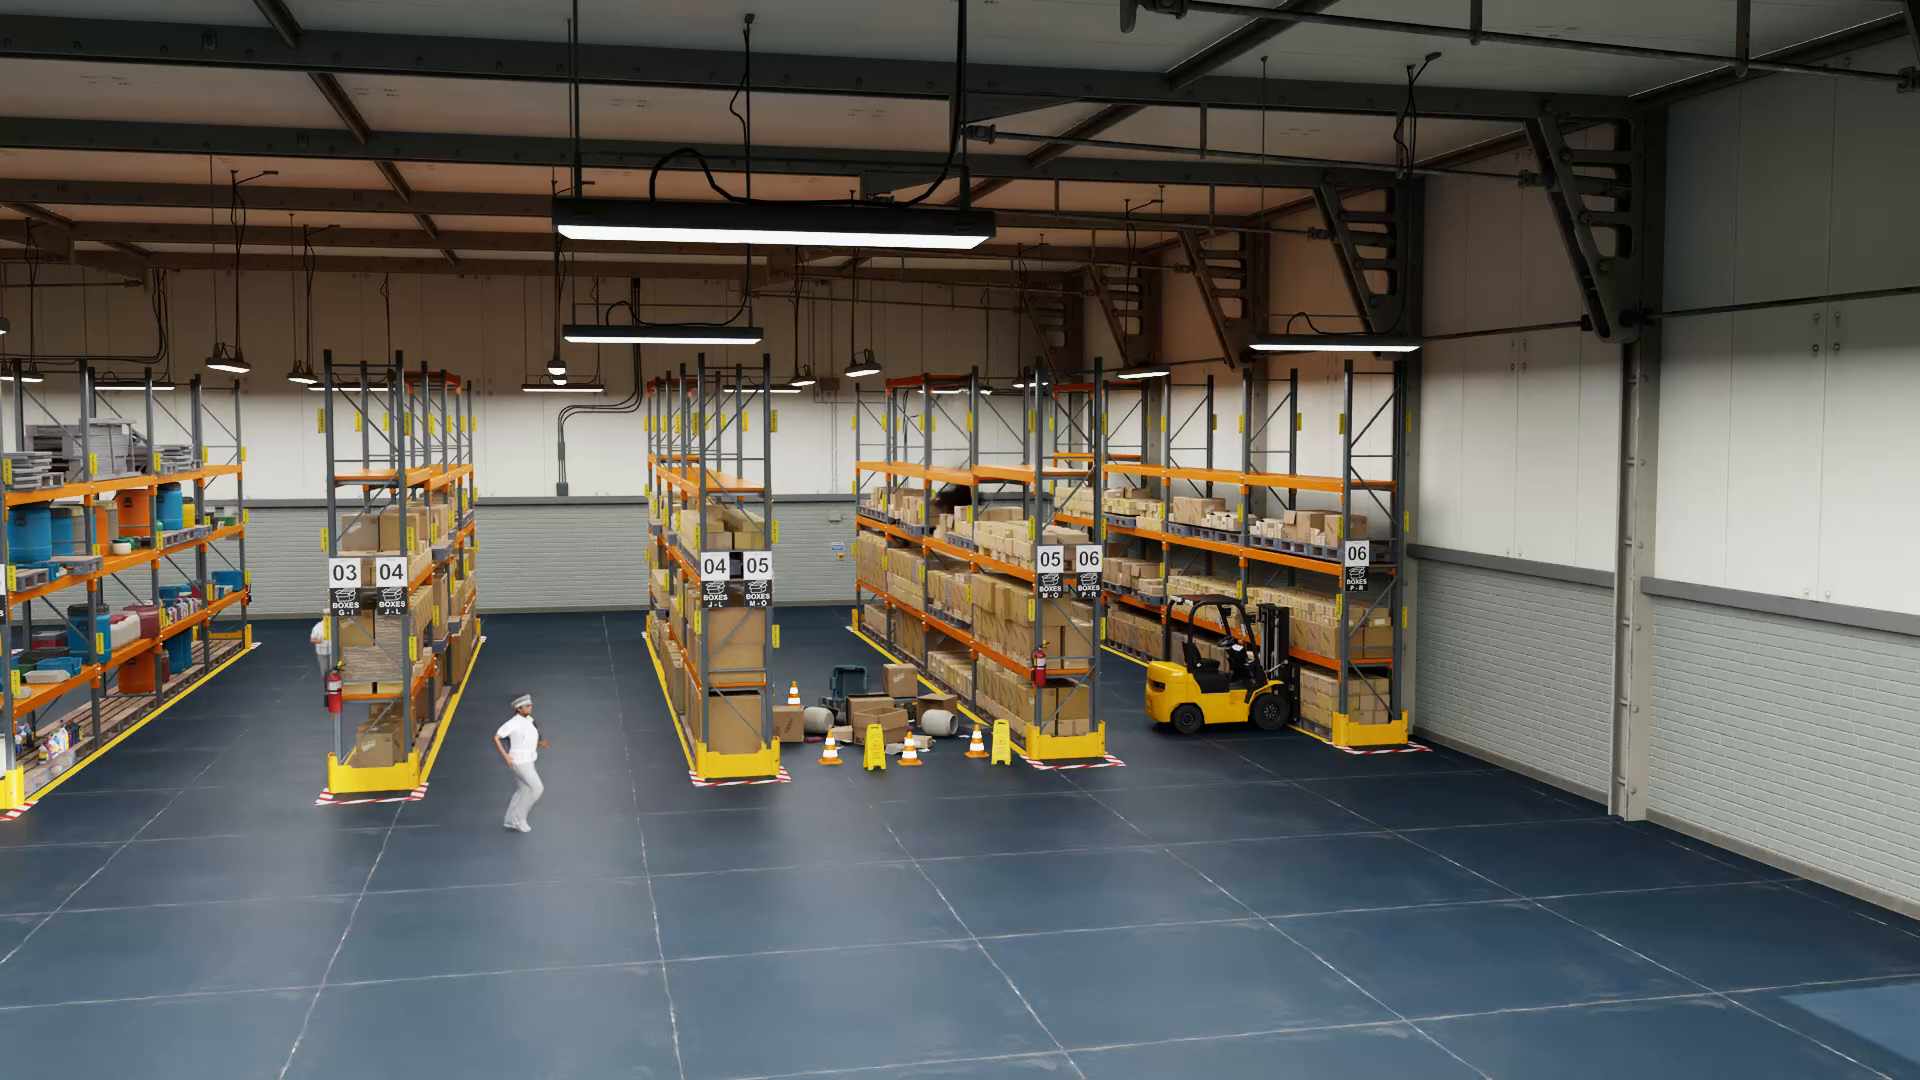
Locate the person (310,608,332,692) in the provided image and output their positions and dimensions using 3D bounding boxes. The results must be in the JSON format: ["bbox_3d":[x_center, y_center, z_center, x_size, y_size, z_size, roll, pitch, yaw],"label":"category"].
[{"bbox_3d":[-11.392,2.072,29.994,0.604,1.688,0.893,-1,4,-17],"label":"person"}]

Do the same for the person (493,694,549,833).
[{"bbox_3d":[-5.331,2.738,20.421,0.628,1.689,0.559,1,4,11],"label":"person"}]
